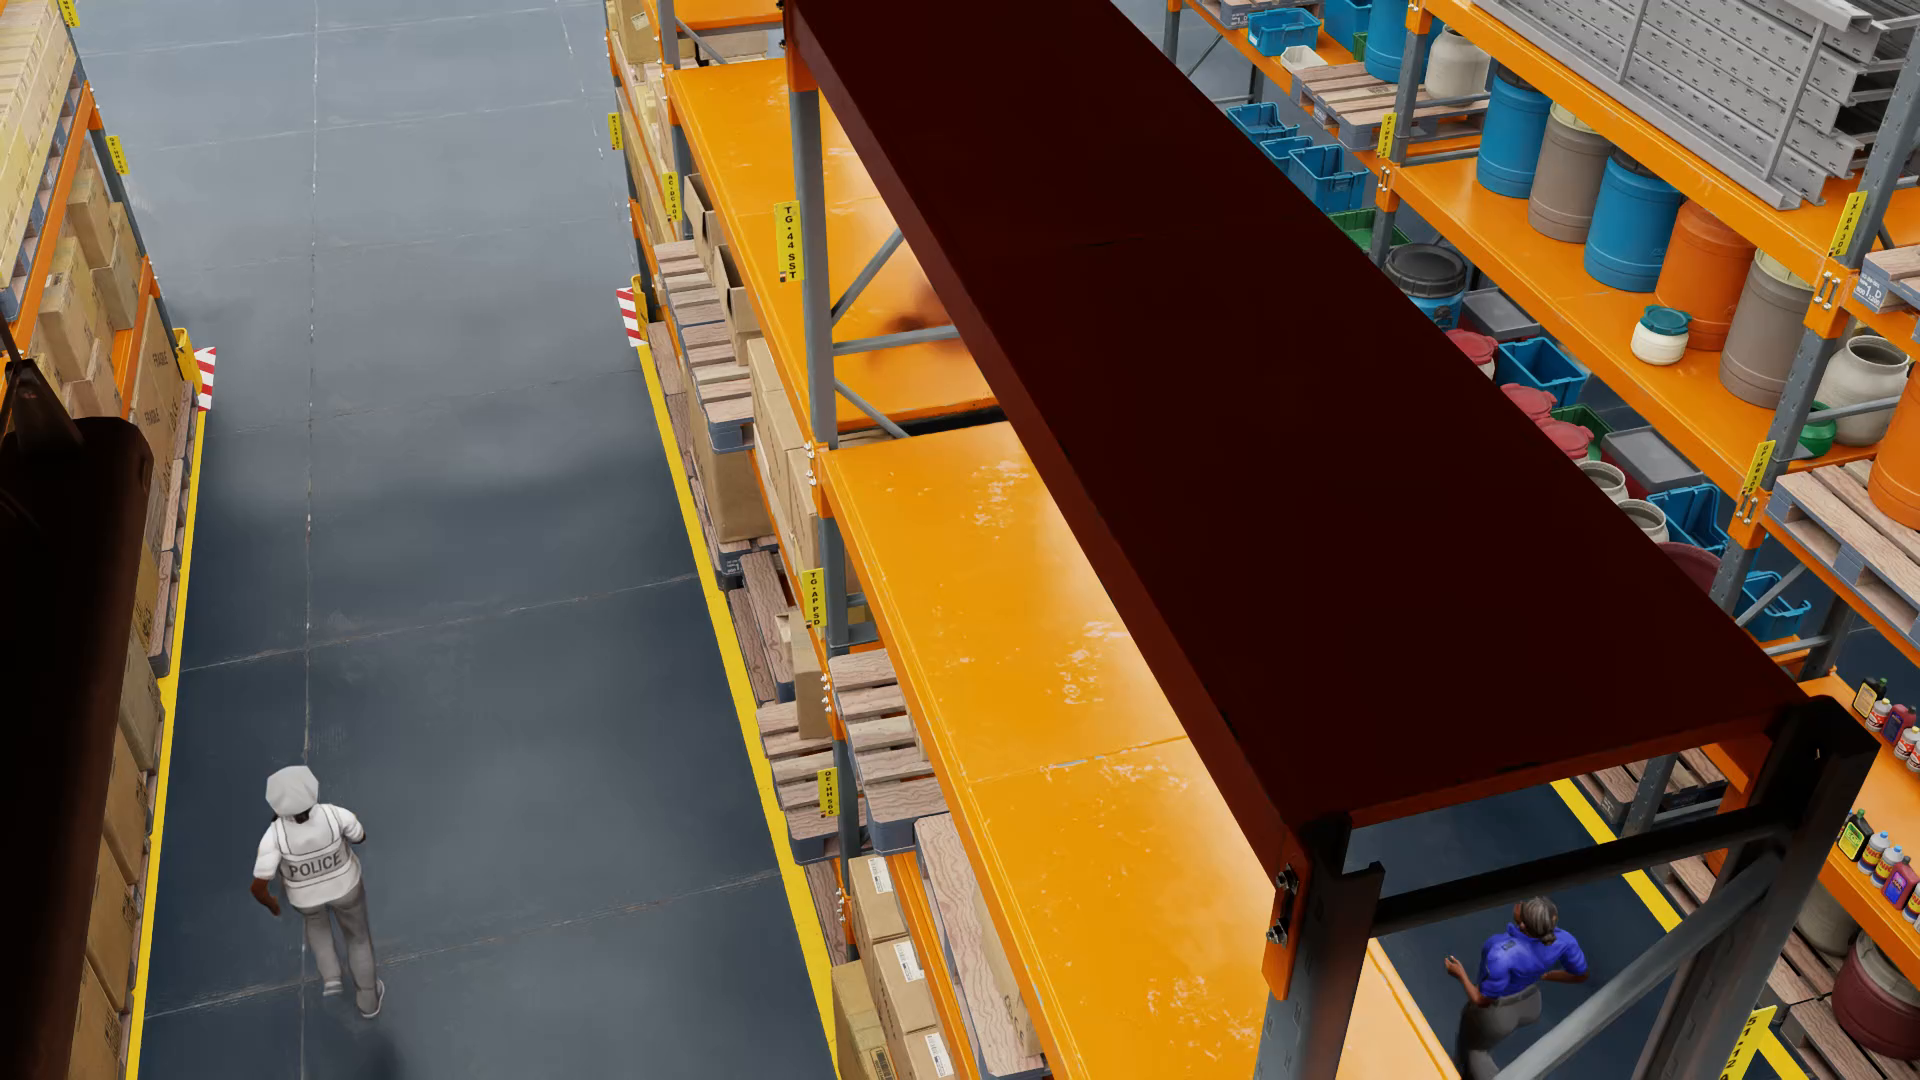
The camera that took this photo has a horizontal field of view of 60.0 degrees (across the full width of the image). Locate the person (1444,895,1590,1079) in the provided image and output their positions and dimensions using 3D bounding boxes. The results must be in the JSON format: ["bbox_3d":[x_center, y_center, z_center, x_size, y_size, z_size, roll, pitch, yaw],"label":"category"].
[{"bbox_3d":[2.680,2.305,8.172,0.578,1.644,0.716,-16,41,-19],"label":"person"}]

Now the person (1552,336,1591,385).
[{"bbox_3d":[4.825,-1.323,13.193,0.557,1.611,0.585,-13,40,-16],"label":"person"}]

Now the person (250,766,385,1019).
[{"bbox_3d":[-3.364,1.803,8.747,0.569,1.727,0.650,-14,41,-17],"label":"person"}]
